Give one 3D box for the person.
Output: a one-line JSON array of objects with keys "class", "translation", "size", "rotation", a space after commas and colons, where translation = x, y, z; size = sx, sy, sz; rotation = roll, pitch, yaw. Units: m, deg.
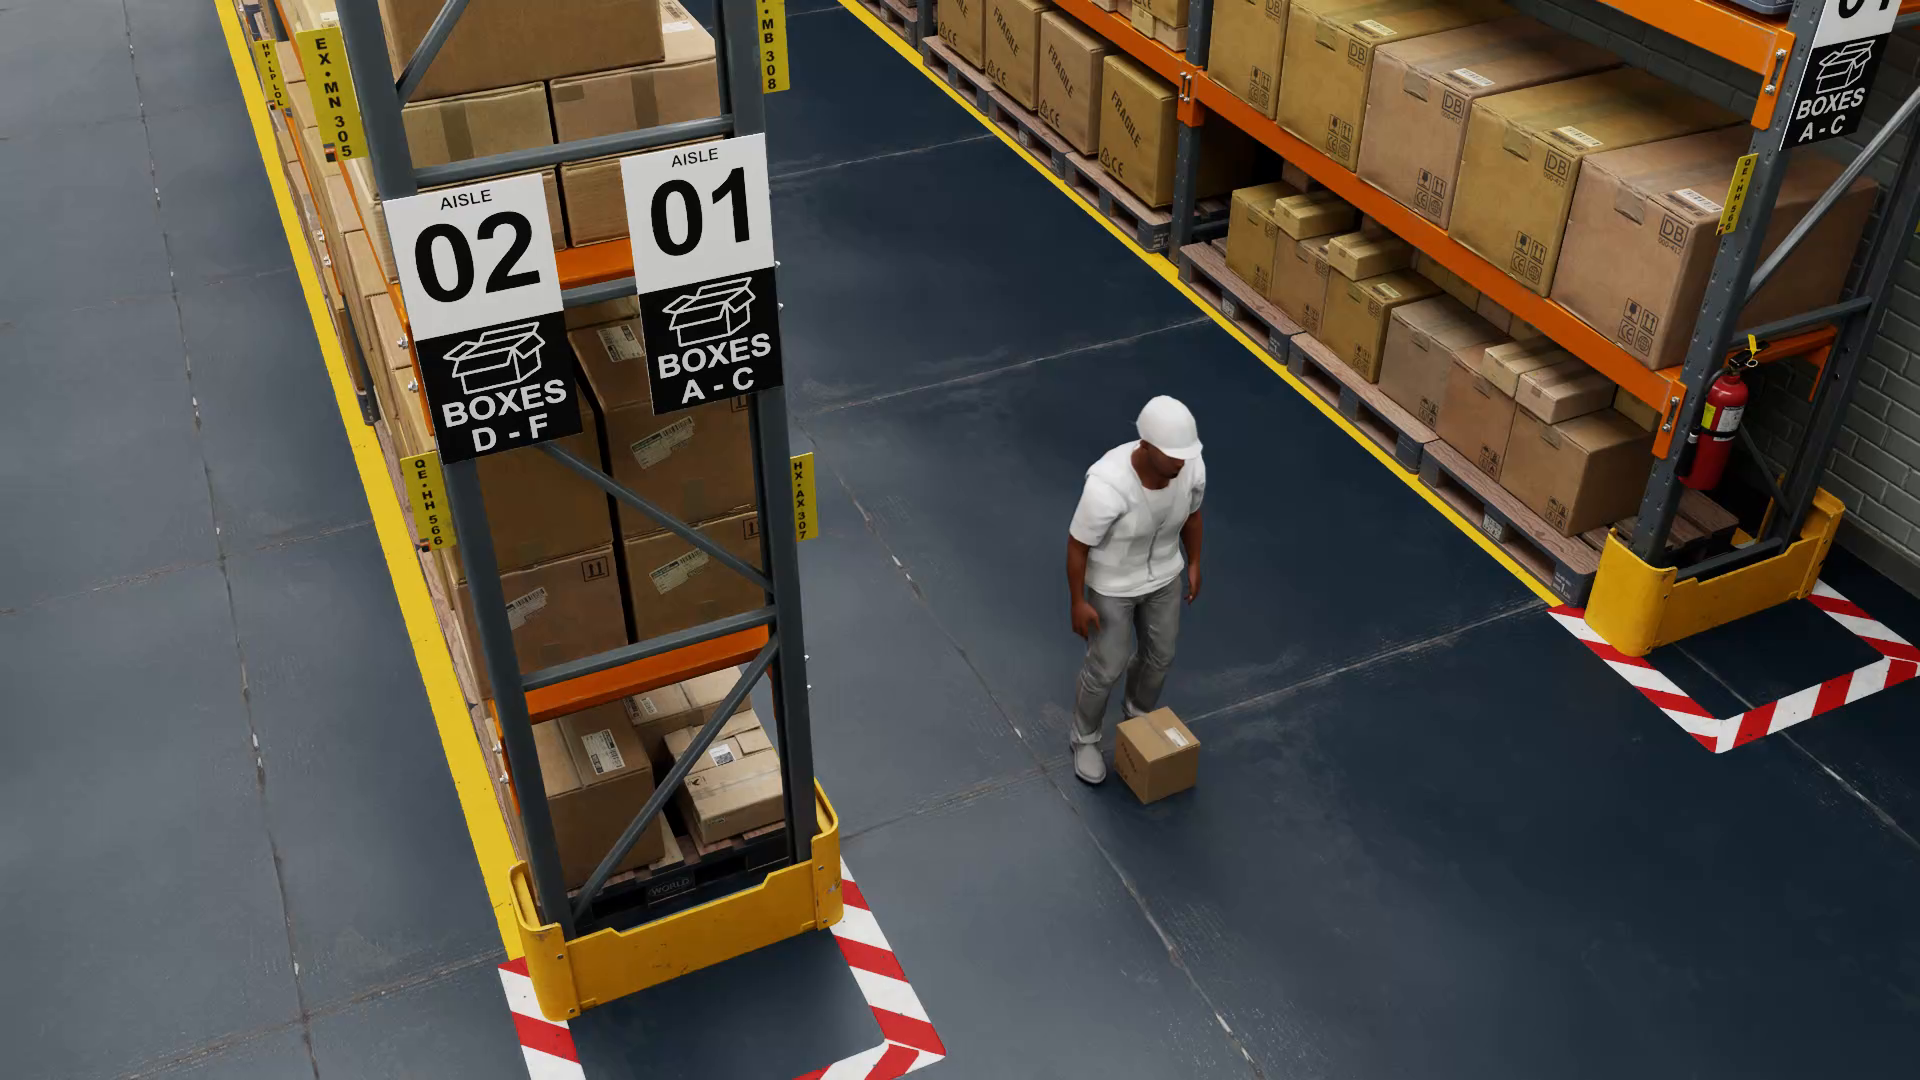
[{"class": "person", "translation": [0.709, 0.172, 6.614], "size": [0.626, 1.759, 0.463], "rotation": [-18, 40, -22]}]
